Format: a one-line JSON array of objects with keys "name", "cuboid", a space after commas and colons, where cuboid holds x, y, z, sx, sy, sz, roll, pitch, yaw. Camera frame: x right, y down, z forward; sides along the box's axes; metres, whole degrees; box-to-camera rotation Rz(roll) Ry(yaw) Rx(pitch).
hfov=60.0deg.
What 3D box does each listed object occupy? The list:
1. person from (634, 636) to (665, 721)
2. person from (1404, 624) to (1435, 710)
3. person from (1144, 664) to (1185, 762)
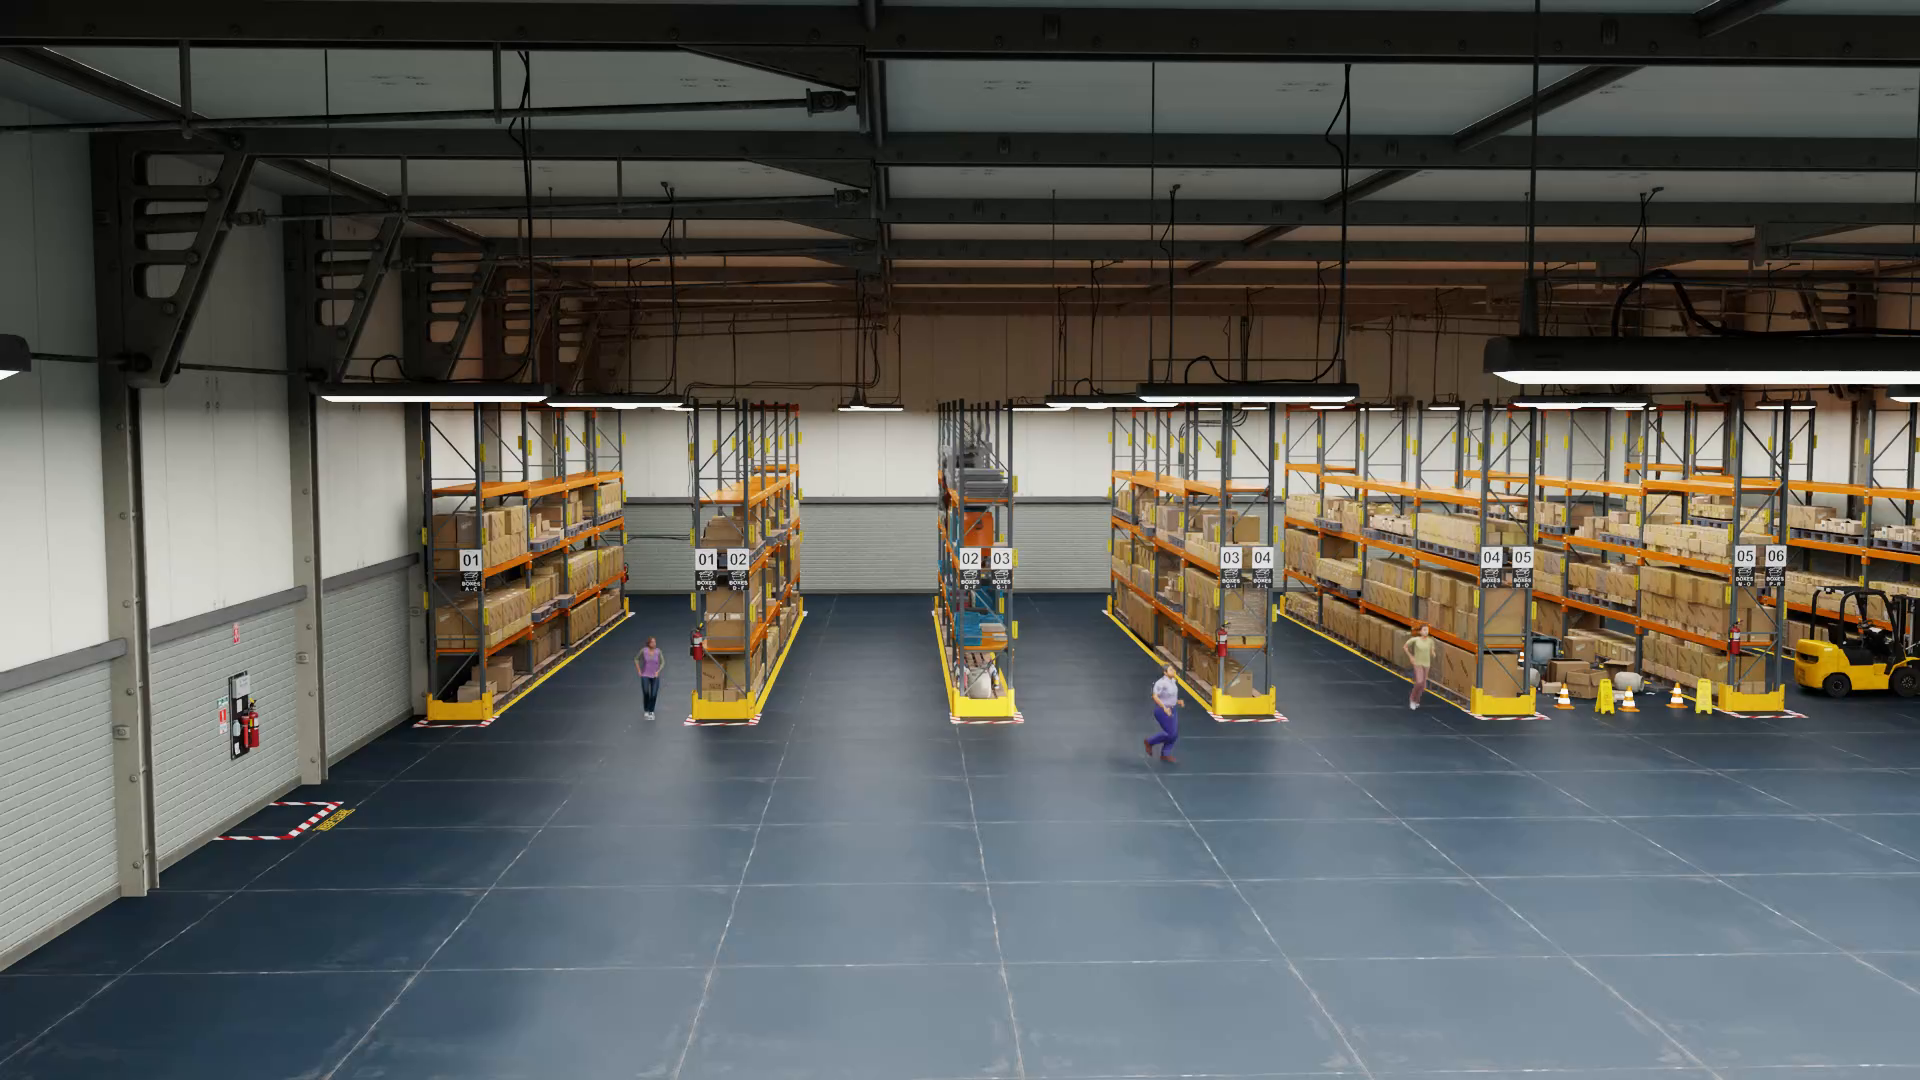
[{"name": "person", "cuboid": [-5.776, 2.576, 31.021, 0.549, 1.579, 0.613, -1, 5, -16]}, {"name": "person", "cuboid": [8.952, 2.460, 32.252, 0.574, 1.670, 0.656, -1, 4, -10]}, {"name": "person", "cuboid": [3.384, 2.852, 27.473, 0.596, 1.606, 0.582, 2, 5, 28]}]
